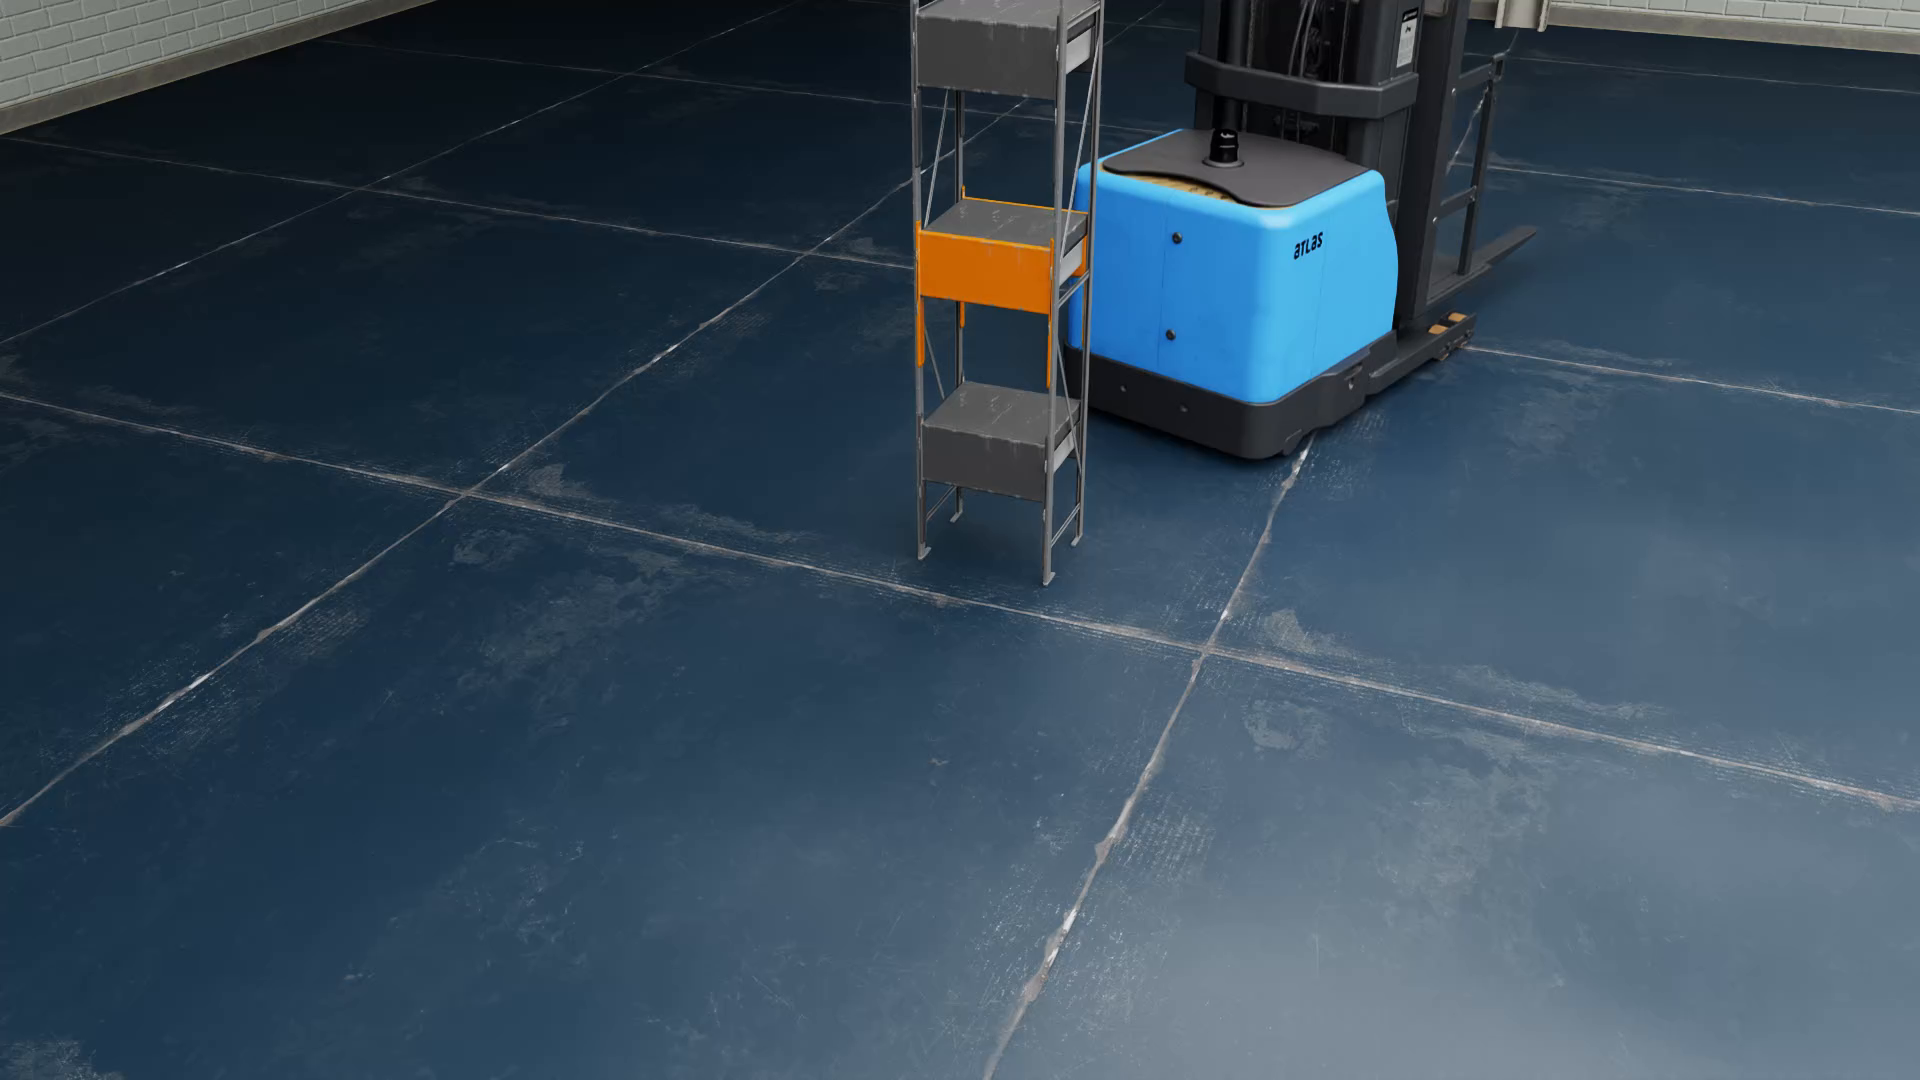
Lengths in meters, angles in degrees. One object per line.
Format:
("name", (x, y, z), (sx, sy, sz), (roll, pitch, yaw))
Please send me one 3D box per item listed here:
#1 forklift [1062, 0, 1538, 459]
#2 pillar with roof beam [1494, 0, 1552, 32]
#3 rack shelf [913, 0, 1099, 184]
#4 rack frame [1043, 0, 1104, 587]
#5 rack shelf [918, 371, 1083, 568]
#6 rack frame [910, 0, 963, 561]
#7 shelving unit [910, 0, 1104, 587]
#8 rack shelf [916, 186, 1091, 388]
("forklift", (1.782, -2.250, 7.253), (1.130, 2.935, 3.031), (23, 37, 34))
("pillar with roof beam", (3.038, -6.224, 8.117), (0.400, 9.000, 9.100), (11, 31, 19))
("rack shelf", (0.153, -1.481, 5.341), (0.480, 0.518, 0.431), (11, 31, 19))
("rack frame", (0.379, -0.838, 5.599), (0.015, 2.100, 0.400), (11, 31, 19))
("rack shelf", (0.153, -0.262, 6.030), (0.480, 0.518, 0.431), (11, 31, 19))
("rack frame", (-0.073, -0.929, 5.759), (0.015, 2.100, 0.400), (11, 31, 19))
("shelving unit", (0.153, -0.883, 5.679), (0.503, 2.100, 0.431), (11, 31, 19))
("rack shelf", (0.153, -0.872, 5.686), (0.480, 0.518, 0.431), (11, 31, 19))
